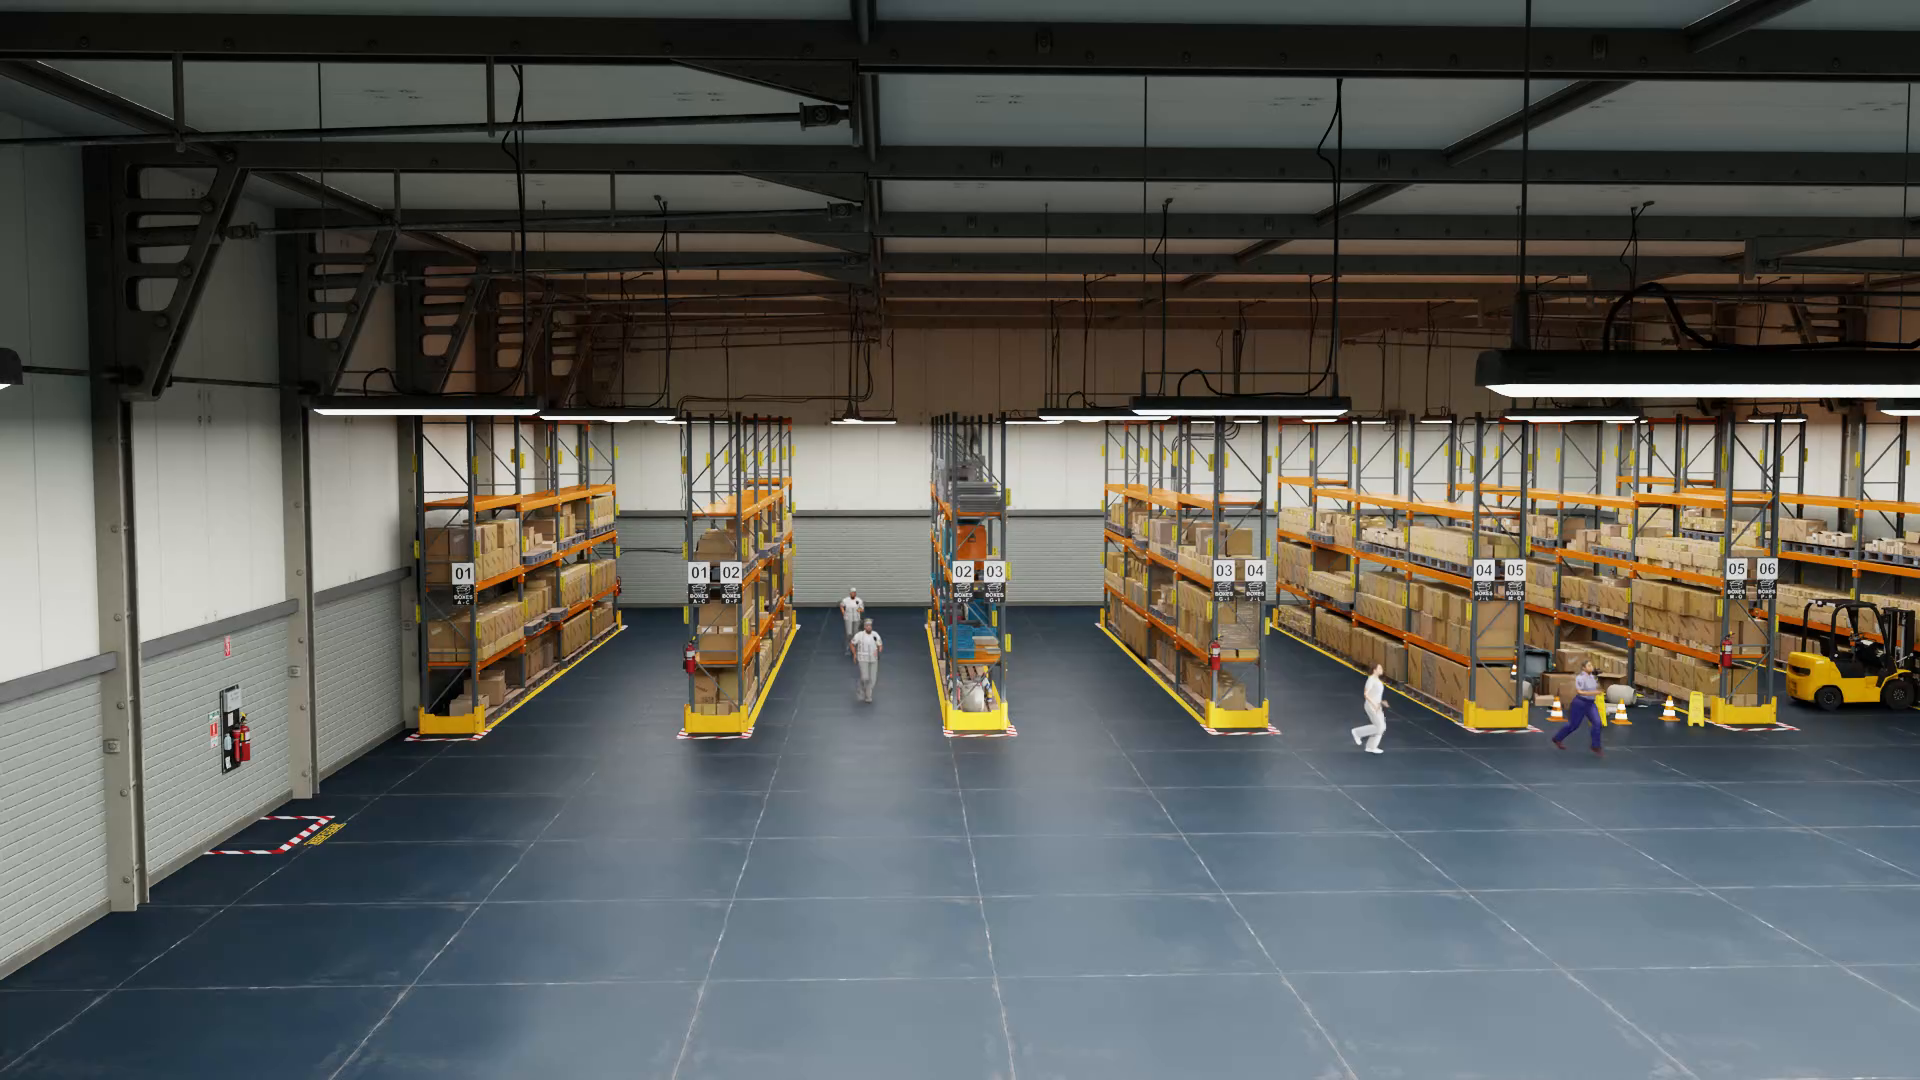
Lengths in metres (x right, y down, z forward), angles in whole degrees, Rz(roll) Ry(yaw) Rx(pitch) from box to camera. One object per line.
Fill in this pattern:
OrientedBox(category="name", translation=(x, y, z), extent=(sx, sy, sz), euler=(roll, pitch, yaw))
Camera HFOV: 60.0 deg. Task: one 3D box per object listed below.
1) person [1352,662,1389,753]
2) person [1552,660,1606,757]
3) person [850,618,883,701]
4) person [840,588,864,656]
OrientedBox(category="person", translation=(7.211, 2.933, 29.208), extent=(0.599, 1.618, 0.555), euler=(2, 4, 28))
OrientedBox(category="person", translation=(10.880, 2.934, 29.136), extent=(0.611, 1.673, 0.896), euler=(-3, 5, -38))
OrientedBox(category="person", translation=(-1.907, 2.494, 34.547), extent=(0.651, 1.740, 0.602), euler=(-1, 4, -17))
OrientedBox(category="person", translation=(-2.698, 2.062, 41.812), extent=(0.584, 1.728, 0.752), euler=(-1, 4, -13))
